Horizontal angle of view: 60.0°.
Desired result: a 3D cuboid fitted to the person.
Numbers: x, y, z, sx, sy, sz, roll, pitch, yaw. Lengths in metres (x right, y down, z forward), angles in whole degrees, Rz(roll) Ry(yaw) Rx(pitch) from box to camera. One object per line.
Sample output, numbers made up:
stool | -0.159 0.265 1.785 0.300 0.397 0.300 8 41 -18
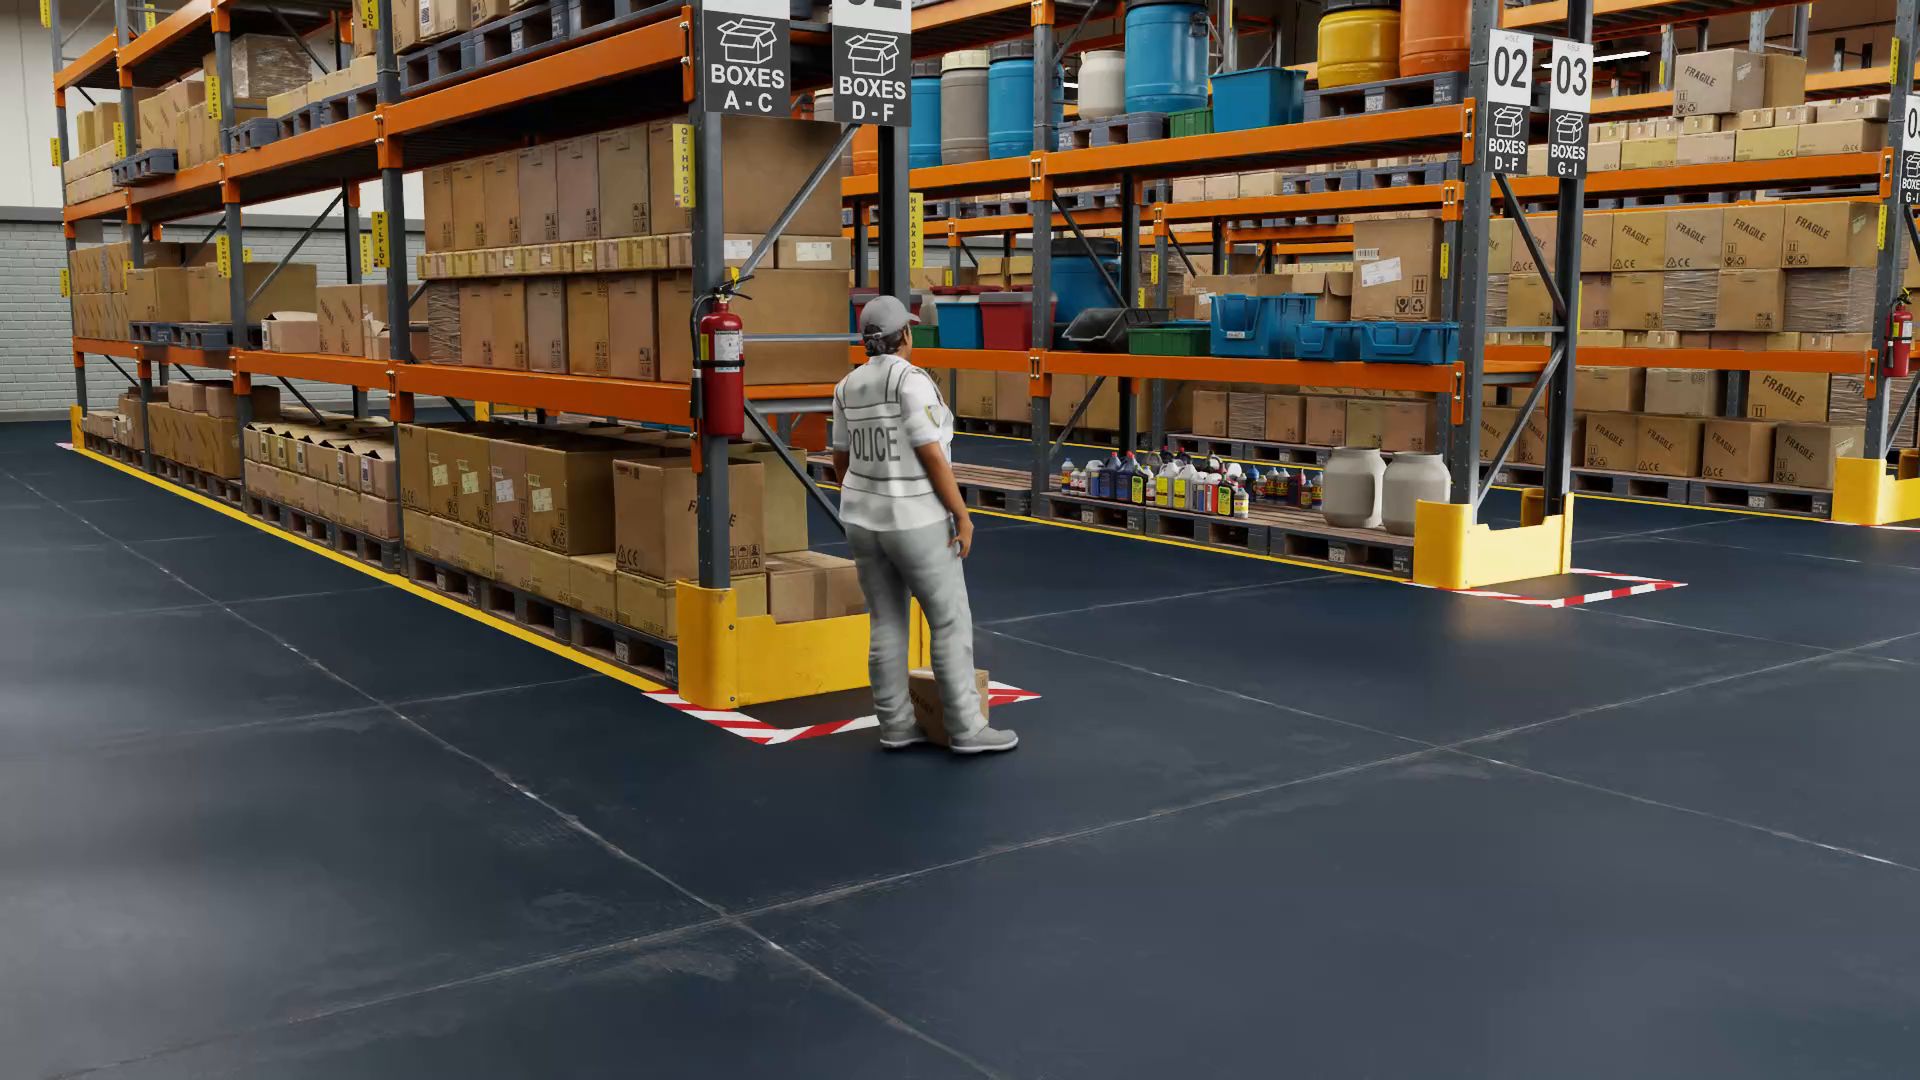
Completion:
person | -0.150 -0.055 6.123 0.598 1.670 0.529 7 10 40
